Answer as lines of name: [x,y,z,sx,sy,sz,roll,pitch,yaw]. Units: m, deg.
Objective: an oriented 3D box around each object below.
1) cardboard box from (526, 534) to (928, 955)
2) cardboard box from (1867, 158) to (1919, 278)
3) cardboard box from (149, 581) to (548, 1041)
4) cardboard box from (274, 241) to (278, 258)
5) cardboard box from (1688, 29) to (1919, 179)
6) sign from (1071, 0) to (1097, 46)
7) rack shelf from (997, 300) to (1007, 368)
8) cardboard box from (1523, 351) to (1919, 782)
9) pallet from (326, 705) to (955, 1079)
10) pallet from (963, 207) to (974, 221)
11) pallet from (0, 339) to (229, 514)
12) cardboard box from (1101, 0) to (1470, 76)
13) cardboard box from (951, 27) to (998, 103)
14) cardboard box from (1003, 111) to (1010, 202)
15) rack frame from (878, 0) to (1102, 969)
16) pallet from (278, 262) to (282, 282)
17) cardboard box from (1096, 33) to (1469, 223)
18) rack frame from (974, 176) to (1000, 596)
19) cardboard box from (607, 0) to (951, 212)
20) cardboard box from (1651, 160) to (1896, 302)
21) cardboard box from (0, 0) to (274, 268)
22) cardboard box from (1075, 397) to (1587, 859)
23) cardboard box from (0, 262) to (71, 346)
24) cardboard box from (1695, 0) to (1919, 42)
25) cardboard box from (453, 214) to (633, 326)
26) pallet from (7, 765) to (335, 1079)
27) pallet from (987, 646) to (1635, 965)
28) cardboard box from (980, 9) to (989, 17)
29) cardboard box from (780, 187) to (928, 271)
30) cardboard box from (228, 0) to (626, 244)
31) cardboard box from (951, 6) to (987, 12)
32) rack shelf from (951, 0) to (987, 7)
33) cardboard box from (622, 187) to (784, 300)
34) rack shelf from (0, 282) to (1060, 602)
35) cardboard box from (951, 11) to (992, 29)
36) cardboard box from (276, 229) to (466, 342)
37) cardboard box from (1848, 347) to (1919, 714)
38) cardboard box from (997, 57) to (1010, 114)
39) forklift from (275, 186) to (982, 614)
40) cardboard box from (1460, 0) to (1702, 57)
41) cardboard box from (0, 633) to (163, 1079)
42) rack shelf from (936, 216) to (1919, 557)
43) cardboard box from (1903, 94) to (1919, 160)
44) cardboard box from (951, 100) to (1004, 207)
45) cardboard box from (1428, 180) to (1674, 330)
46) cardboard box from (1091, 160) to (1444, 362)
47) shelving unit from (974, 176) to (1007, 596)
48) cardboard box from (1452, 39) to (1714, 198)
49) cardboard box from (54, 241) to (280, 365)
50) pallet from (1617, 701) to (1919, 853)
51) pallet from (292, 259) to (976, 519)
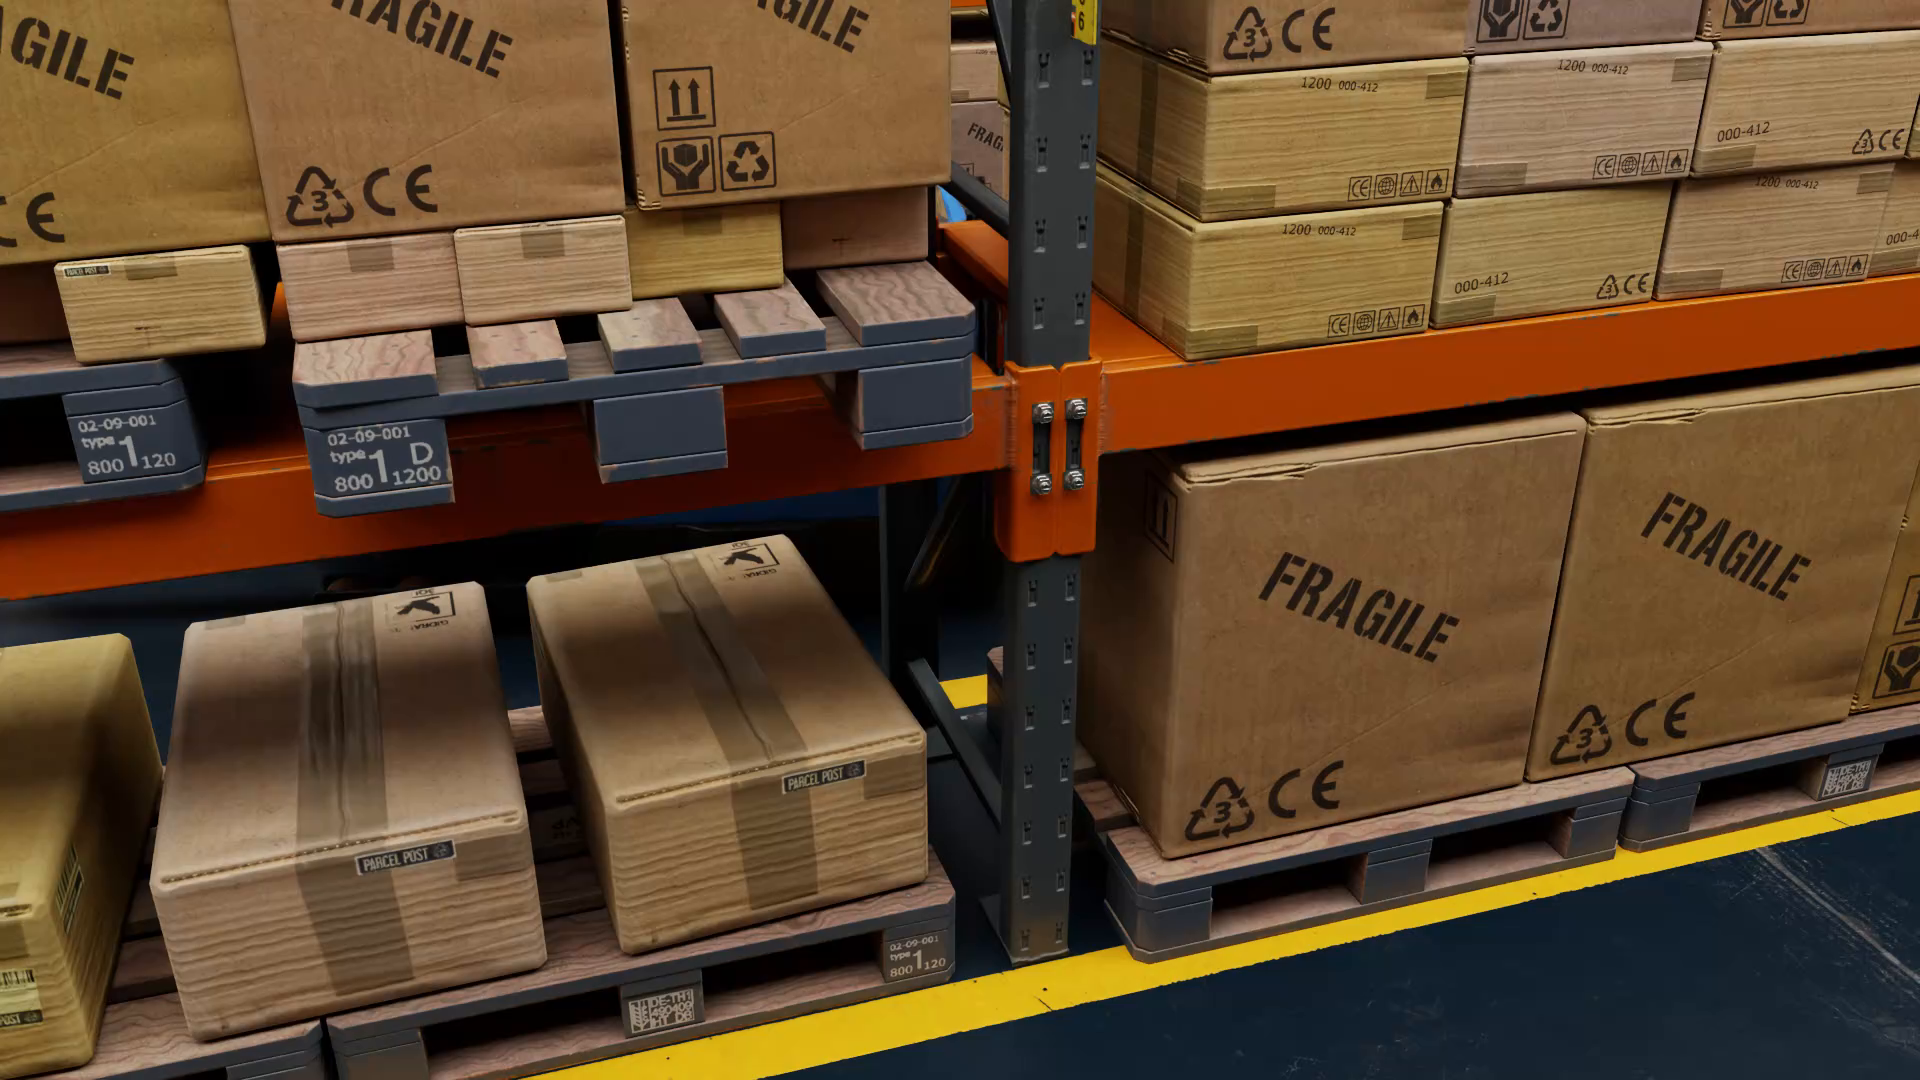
cardboard box: [-0.526,0.390,3.575,0.625,0.372,0.950,-10,28,-20]
cardboard box: [2.009,-0.784,3.625,0.500,0.250,0.500,-8,28,-16]
cardboard box: [-1.225,0.495,3.363,0.625,0.372,0.950,-9,28,-17]
cardboard box: [-3.051,-1.765,7.489,0.750,0.750,1.050,-8,27,-15]
cardboard box: [1.542,-0.929,3.355,0.500,0.250,0.500,-8,28,-16]
sign: [0.192,-0.928,2.533,0.005,0.325,0.100,-8,28,-16]
rack shelf: [0.582,-0.728,4.794,1.000,0.278,0.538,-2,26,-4]
cardboard box: [1.547,-0.090,3.976,0.875,0.875,0.875,-8,27,-15]
pallet: [-0.729,0.683,3.637,1.213,0.211,1.003,-8,28,-16]
pallet: [0.287,-1.776,8.591,1.213,0.211,1.003,-8,28,-16]
pallet: [-1.855,-0.297,2.691,1.213,0.211,1.003,-8,28,-16]
cardboard box: [0.559,-1.130,2.916,0.500,0.500,0.500,-9,28,-18]
cardboard box: [0.073,-2.281,7.968,0.500,0.250,0.500,-8,28,-16]
cardboard box: [0.415,-0.785,3.627,0.500,0.250,0.500,-9,28,-18]
rack frame: [0.015,-0.673,3.232,0.127,3.000,1.000,-8,28,-16]
pallet: [-3.545,-1.260,7.550,1.213,0.211,1.003,-8,28,-16]
cardboard box: [0.573,-0.795,3.085,0.500,0.250,0.500,-8,28,-16]
rack frame: [0.075,-0.449,4.890,0.032,1.125,0.500,-2,26,-4]
cardboard box: [-0.331,-0.859,2.688,0.500,0.500,0.500,-9,28,-18]
cardboard box: [1.541,-0.715,3.485,0.500,0.250,0.500,-7,27,-14]
cardboard box: [-1.299,-0.713,2.394,0.500,0.500,0.500,-10,28,-20]
cardboard box: [0.697,0.031,3.732,0.875,0.875,0.875,-8,28,-17]
cardboard box: [-1.460,-0.426,2.546,0.250,0.149,0.380,-8,28,-16]
cardboard box: [1.525,-1.267,3.192,0.500,0.500,0.500,-7,27,-15]
cardboard box: [-0.682,-0.483,2.659,0.250,0.149,0.380,-8,28,-17]
pallet: [-1.887,0.849,3.302,1.213,0.211,1.003,-8,28,-16]
pallet: [0.788,0.499,4.007,1.213,0.211,1.003,-8,28,-16]
cardboard box: [0.413,-2.574,8.558,0.500,0.250,0.500,-7,27,-14]
cardboard box: [-0.224,-0.604,2.903,0.250,0.149,0.380,-7,27,-14]
cardboard box: [-0.820,-0.783,2.535,0.500,0.500,0.500,-9,28,-17]
cardboard box: [0.147,-4.554,12.966,0.875,0.875,1.225,-8,28,-16]
rack shelf: [0.287,-2.705,8.135,4.000,0.370,1.077,-8,28,-16]
cardboard box: [-0.457,-0.536,2.767,0.250,0.149,0.380,-8,27,-15]
rack shelf: [-1.887,-0.075,2.837,4.000,0.370,1.077,-8,28,-16]
cardboard box: [-0.080,-2.499,8.406,0.500,0.250,0.500,-8,27,-15]
cardboard box: [-0.924,-0.451,2.596,0.250,0.149,0.380,-10,28,-19]
cardboard box: [2.397,-0.213,4.224,0.875,0.875,0.875,-7,27,-15]
cardboard box: [0.397,-1.004,3.505,0.500,0.250,0.500,-8,28,-16]
forklift: [-1.482,-1.283,4.538,3.031,2.935,1.130,-2,26,-4]
cardboard box: [1.028,-1.202,3.062,0.500,0.500,0.500,-8,28,-16]
cardboard box: [-1.948,0.597,3.158,0.625,0.372,0.950,-7,27,-14]
rack shelf: [1.916,-0.626,3.947,4.000,0.370,1.077,-8,28,-16]
cardboard box: [2.029,-0.993,3.484,0.500,0.250,0.500,-8,27,-15]
cardboard box: [0.101,-1.953,8.150,0.500,0.500,0.500,-9,28,-17]
cardboard box: [1.041,-0.645,3.344,0.500,0.250,0.500,-9,28,-18]
cardboard box: [0.558,-0.567,3.187,0.500,0.250,0.500,-9,28,-17]
shelving unit: [0.582,-0.466,4.924,1.048,1.125,0.538,-2,26,-4]
cardboard box: [1.065,-0.866,3.227,0.500,0.250,0.500,-8,27,-15]
cardboard box: [-1.182,-0.408,2.508,0.250,0.149,0.380,-8,27,-15]
pallet: [1.946,0.333,4.342,1.213,0.211,1.003,-8,28,-16]
pallet: [-0.630,-0.444,2.986,1.003,0.211,1.213,-8,28,-16]
